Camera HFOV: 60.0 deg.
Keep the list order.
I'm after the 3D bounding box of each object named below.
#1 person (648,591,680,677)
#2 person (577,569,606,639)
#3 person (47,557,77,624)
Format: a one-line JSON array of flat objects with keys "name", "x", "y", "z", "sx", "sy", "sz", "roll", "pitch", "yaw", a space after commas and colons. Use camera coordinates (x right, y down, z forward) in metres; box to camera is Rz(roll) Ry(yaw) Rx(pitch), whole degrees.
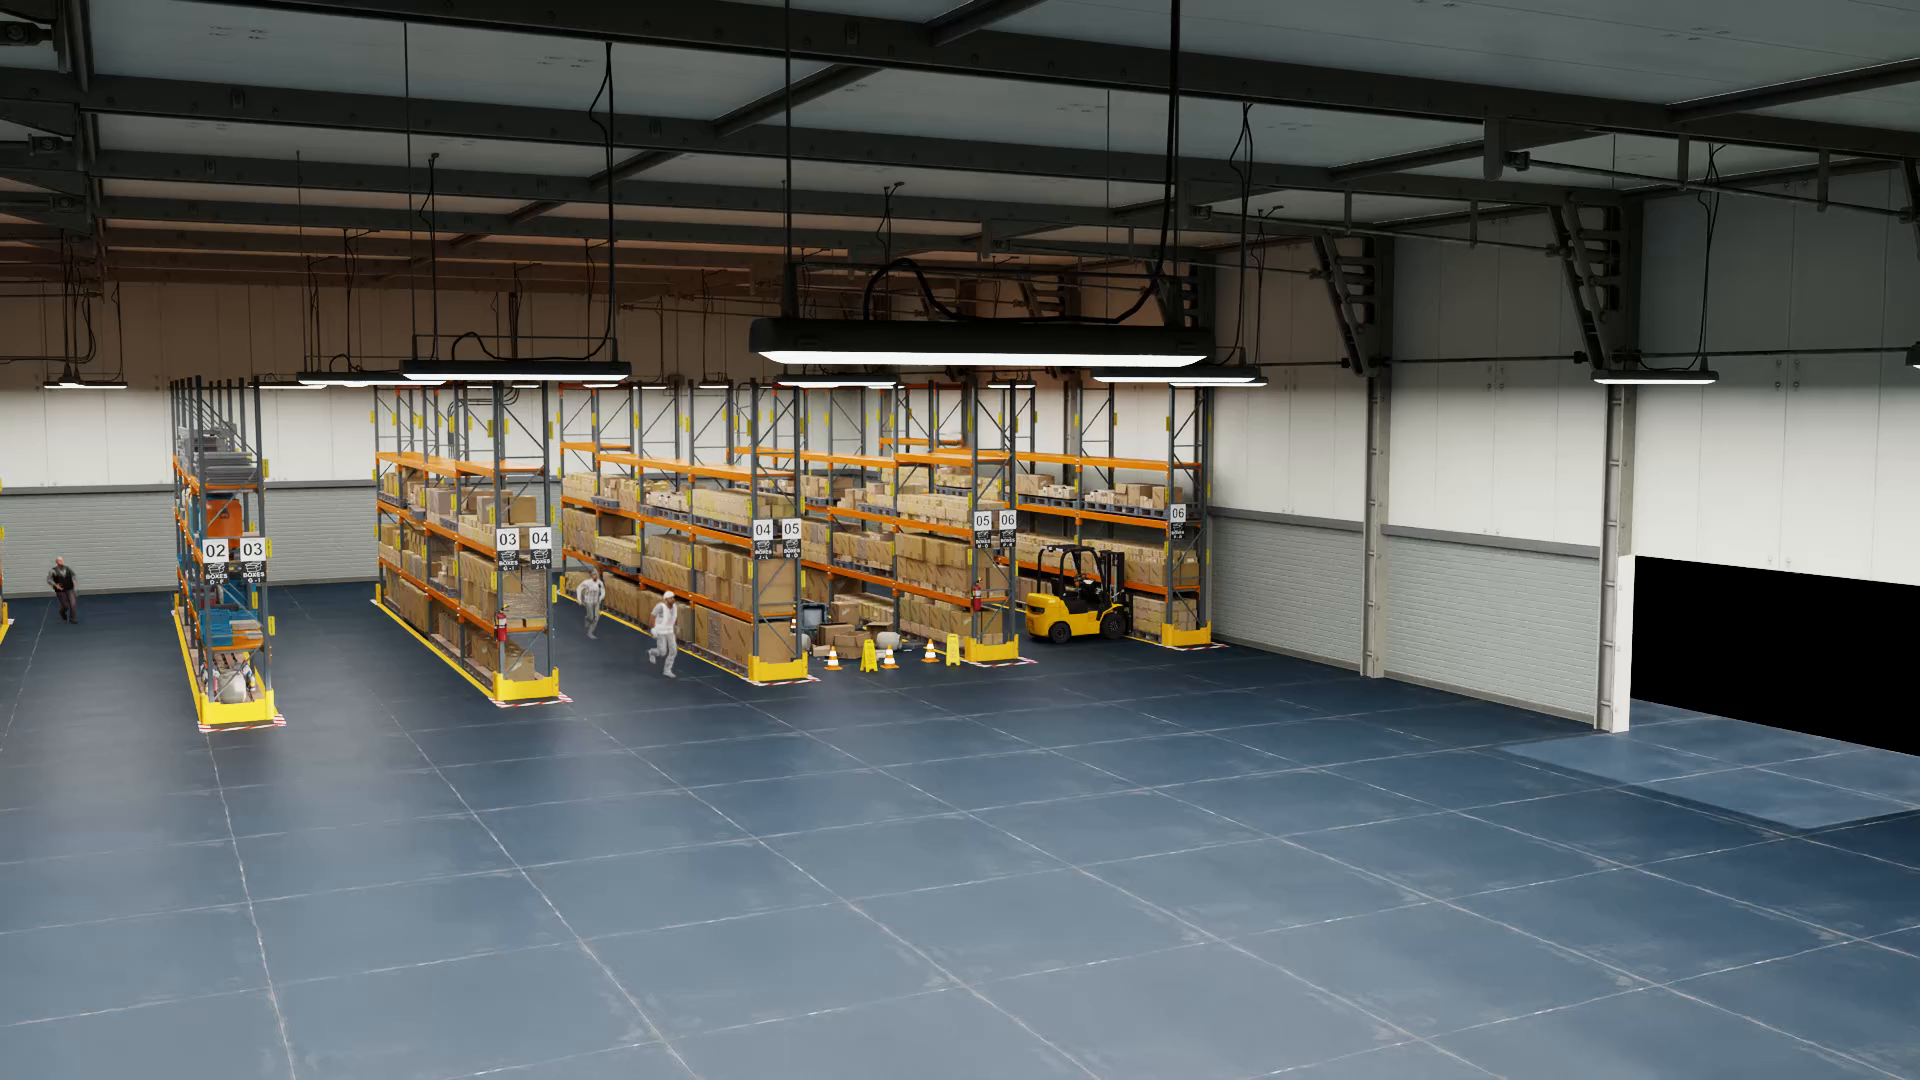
[{"name": "person", "x": -6.006, "y": 1.886, "z": 33.652, "sx": 0.786, "sy": 1.745, "sz": 0.699, "roll": 5, "pitch": 7, "yaw": 42}, {"name": "person", "x": -8.576, "y": 1.478, "z": 38.751, "sx": 0.653, "sy": 1.650, "sz": 0.642, "roll": -3, "pitch": 6, "yaw": -33}, {"name": "person", "x": -22.149, "y": 1.247, "z": 41.066, "sx": 0.642, "sy": 1.660, "sz": 0.687, "roll": 4, "pitch": 7, "yaw": 40}]
